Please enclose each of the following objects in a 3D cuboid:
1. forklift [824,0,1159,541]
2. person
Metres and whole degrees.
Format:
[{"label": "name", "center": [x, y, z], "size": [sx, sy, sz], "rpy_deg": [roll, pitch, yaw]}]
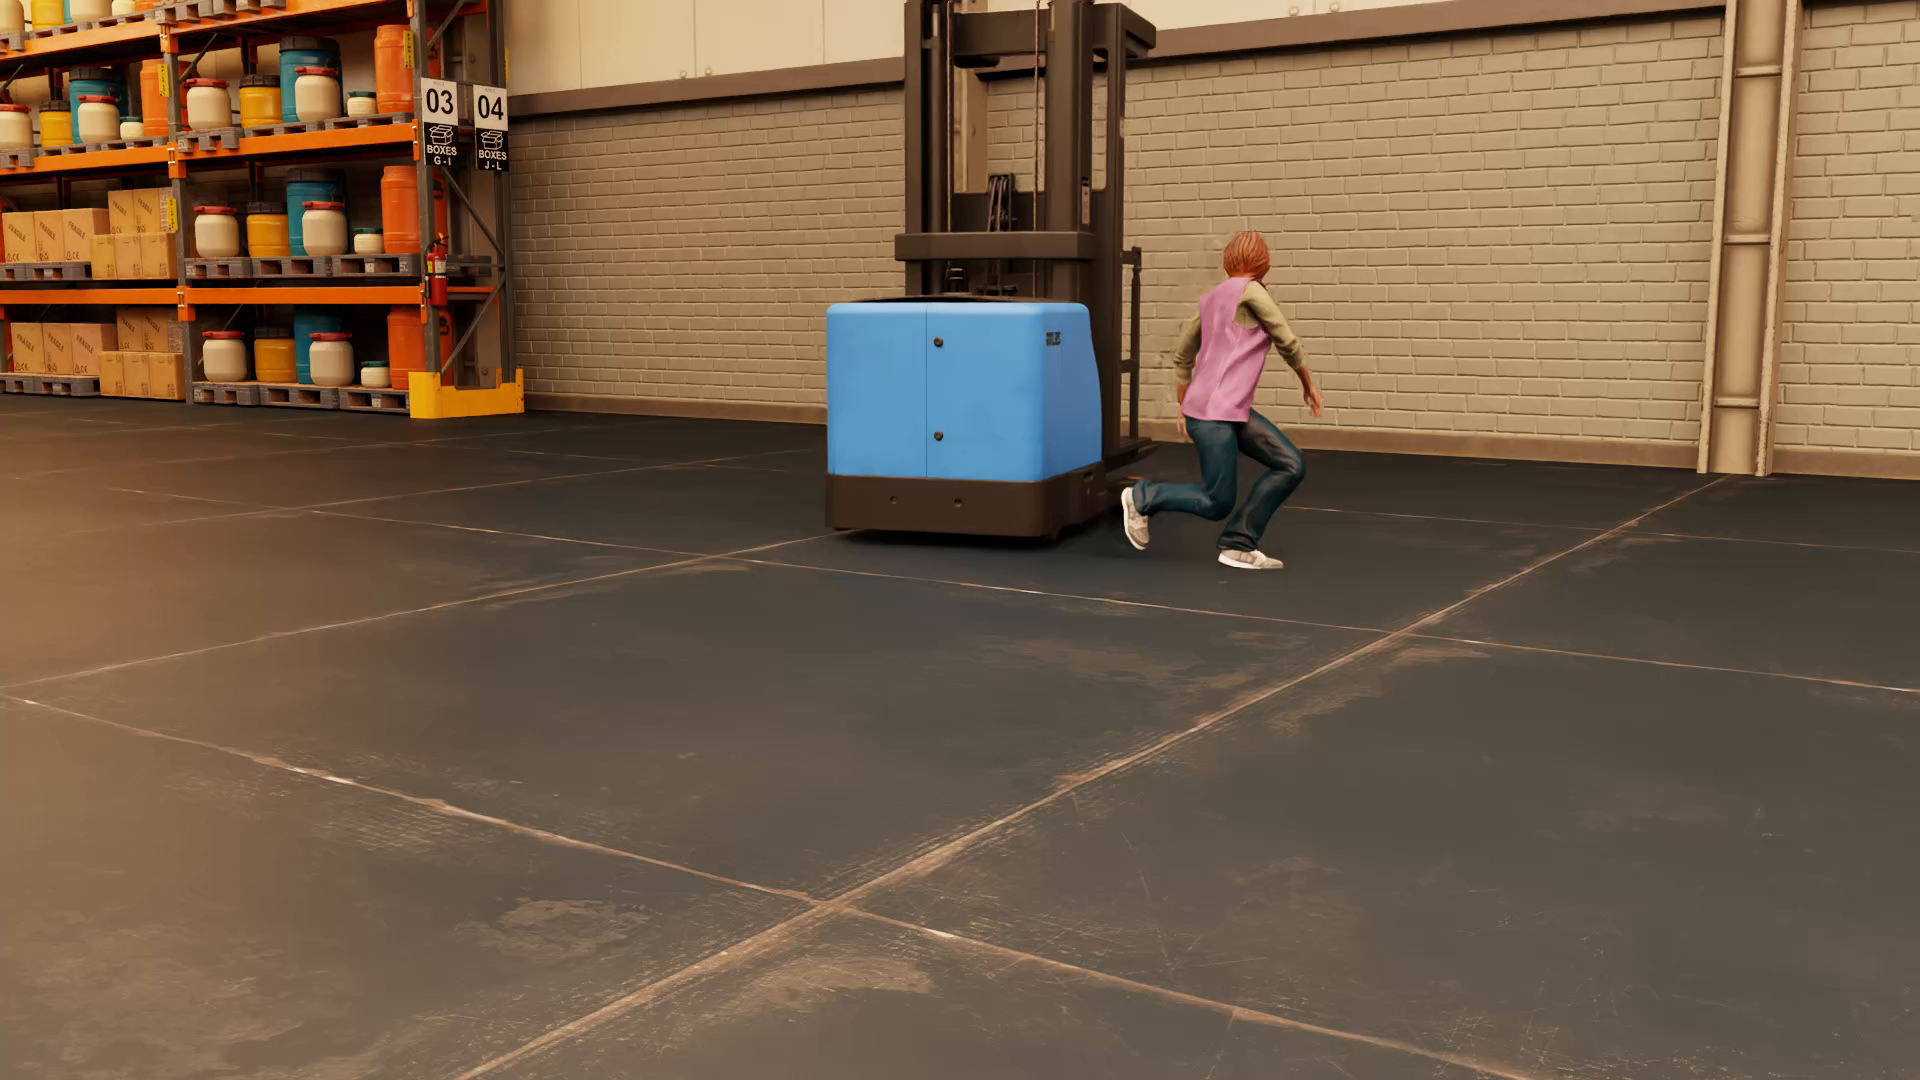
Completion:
[{"label": "forklift", "center": [0.363, -1.615, 8.547], "size": [1.130, 2.935, 3.031], "rpy_deg": [3, 9, 20]}, {"label": "person", "center": [1.067, -0.555, 6.814], "size": [0.811, 1.371, 0.539], "rpy_deg": [2, 8, 13]}]
